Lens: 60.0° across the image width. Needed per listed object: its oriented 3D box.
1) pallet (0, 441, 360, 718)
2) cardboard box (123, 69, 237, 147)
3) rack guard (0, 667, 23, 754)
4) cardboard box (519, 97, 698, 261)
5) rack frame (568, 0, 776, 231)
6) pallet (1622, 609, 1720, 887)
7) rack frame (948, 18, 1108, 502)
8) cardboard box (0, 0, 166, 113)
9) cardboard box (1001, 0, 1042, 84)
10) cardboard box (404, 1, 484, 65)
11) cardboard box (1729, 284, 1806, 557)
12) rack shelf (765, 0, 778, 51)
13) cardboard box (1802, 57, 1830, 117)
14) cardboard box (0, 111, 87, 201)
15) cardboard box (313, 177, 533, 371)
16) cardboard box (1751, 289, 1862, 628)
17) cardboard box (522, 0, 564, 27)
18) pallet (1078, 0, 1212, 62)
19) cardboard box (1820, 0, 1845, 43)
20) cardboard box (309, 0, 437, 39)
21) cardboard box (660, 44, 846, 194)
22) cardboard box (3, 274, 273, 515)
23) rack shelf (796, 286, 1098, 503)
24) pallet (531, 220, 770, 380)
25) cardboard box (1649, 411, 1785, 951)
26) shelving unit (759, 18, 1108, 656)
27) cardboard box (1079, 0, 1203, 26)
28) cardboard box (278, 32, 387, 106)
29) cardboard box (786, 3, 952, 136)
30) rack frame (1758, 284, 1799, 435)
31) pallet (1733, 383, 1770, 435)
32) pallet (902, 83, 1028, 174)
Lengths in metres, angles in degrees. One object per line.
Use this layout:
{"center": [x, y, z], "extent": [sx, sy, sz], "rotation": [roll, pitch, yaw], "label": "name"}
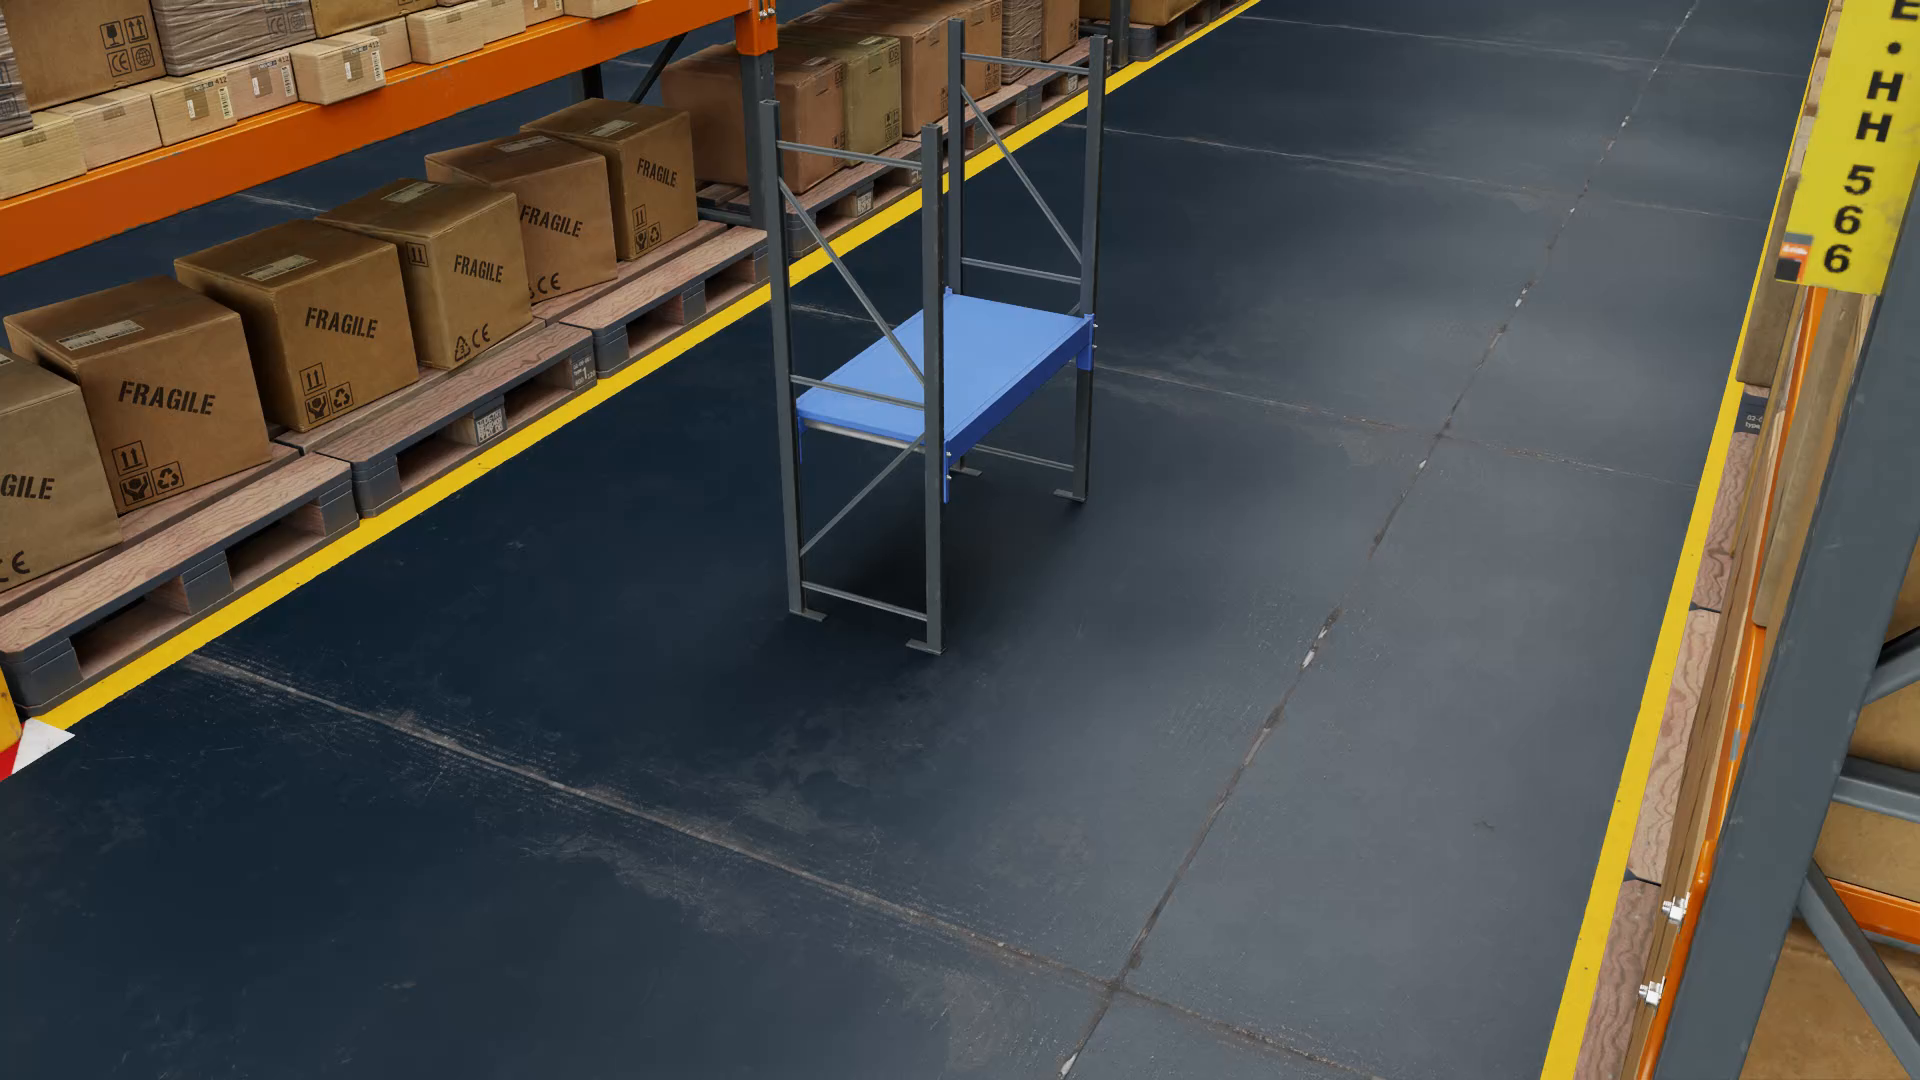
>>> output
{"center": [-2.629, 0.007, 5.027], "extent": [1.003, 0.211, 1.213], "rotation": [14, 33, 23], "label": "pallet"}
{"center": [-2.249, -1.219, 4.613], "extent": [0.380, 0.149, 0.250], "rotation": [14, 33, 23], "label": "cardboard box"}
{"center": [-3.031, 0.233, 4.341], "extent": [1.175, 0.500, 0.348], "rotation": [14, 33, 23], "label": "rack guard"}
{"center": [-1.461, -1.520, 6.973], "extent": [0.500, 0.500, 0.500], "rotation": [13, 32, 22], "label": "cardboard box"}
{"center": [-1.243, -2.590, 6.748], "extent": [1.000, 3.000, 0.127], "rotation": [14, 33, 23], "label": "rack frame"}
{"center": [2.156, 0.651, 3.904], "extent": [1.003, 0.211, 1.213], "rotation": [14, 33, 23], "label": "pallet"}
{"center": [0.193, -0.838, 5.203], "extent": [0.500, 1.500, 0.032], "rotation": [14, 33, 23], "label": "rack frame"}
{"center": [-2.669, -1.476, 4.408], "extent": [0.875, 0.500, 0.500], "rotation": [14, 33, 23], "label": "cardboard box"}
{"center": [0.050, -2.920, 9.391], "extent": [0.700, 0.500, 0.500], "rotation": [12, 32, 19], "label": "cardboard box"}
{"center": [-1.776, -1.657, 5.376], "extent": [0.380, 0.149, 0.250], "rotation": [14, 33, 23], "label": "cardboard box"}
{"center": [2.778, -0.418, 4.677], "extent": [0.875, 0.875, 0.875], "rotation": [15, 33, 24], "label": "cardboard box"}
{"center": [-0.332, -3.165, 8.471], "extent": [1.077, 0.370, 4.000], "rotation": [14, 33, 23], "label": "rack shelf"}
{"center": [3.772, -1.349, 6.424], "extent": [1.050, 0.750, 0.750], "rotation": [14, 33, 23], "label": "cardboard box"}
{"center": [-2.465, -0.994, 4.221], "extent": [0.380, 0.149, 0.250], "rotation": [14, 33, 23], "label": "cardboard box"}
{"center": [-1.928, -0.971, 6.018], "extent": [0.500, 0.500, 0.500], "rotation": [11, 32, 19], "label": "cardboard box"}
{"center": [1.664, -0.135, 2.323], "extent": [0.875, 0.550, 0.550], "rotation": [14, 33, 23], "label": "cardboard box"}
{"center": [-1.615, -1.896, 5.792], "extent": [0.380, 0.149, 0.250], "rotation": [14, 33, 23], "label": "cardboard box"}
{"center": [1.005, -3.486, 11.109], "extent": [1.003, 0.211, 1.213], "rotation": [14, 33, 23], "label": "pallet"}
{"center": [4.591, -2.150, 7.820], "extent": [1.050, 0.750, 0.750], "rotation": [14, 33, 23], "label": "cardboard box"}
{"center": [-2.165, -1.906, 5.159], "extent": [0.875, 0.500, 0.500], "rotation": [14, 33, 23], "label": "cardboard box"}
{"center": [-0.944, -1.964, 7.727], "extent": [0.700, 0.500, 0.500], "rotation": [12, 32, 20], "label": "cardboard box"}
{"center": [-2.524, -0.461, 5.129], "extent": [0.500, 0.500, 0.500], "rotation": [24, 38, 36], "label": "cardboard box"}
{"center": [-0.039, -0.457, 4.900], "extent": [0.538, 0.185, 1.000], "rotation": [14, 33, 23], "label": "rack shelf"}
{"center": [-1.518, -1.075, 6.910], "extent": [1.003, 0.211, 1.213], "rotation": [14, 33, 23], "label": "pallet"}
{"center": [1.953, 0.386, 3.277], "extent": [0.875, 0.875, 0.875], "rotation": [14, 33, 23], "label": "cardboard box"}
{"center": [-0.039, -0.613, 4.811], "extent": [0.538, 1.500, 1.048], "rotation": [14, 33, 23], "label": "shelving unit"}
{"center": [0.912, -3.925, 10.785], "extent": [1.225, 0.875, 0.875], "rotation": [13, 32, 21], "label": "cardboard box"}
{"center": [-1.953, -1.423, 4.968], "extent": [0.380, 0.149, 0.250], "rotation": [14, 33, 23], "label": "cardboard box"}
{"center": [-0.456, -2.419, 8.519], "extent": [0.700, 0.500, 0.500], "rotation": [11, 32, 19], "label": "cardboard box"}
{"center": [3.126, -1.420, 4.711], "extent": [1.000, 3.000, 0.127], "rotation": [14, 33, 23], "label": "rack frame"}
{"center": [3.411, -0.570, 6.031], "extent": [1.003, 0.211, 1.213], "rotation": [14, 33, 23], "label": "pallet"}
{"center": [-0.335, -2.269, 8.989], "extent": [1.003, 0.211, 1.213], "rotation": [14, 33, 23], "label": "pallet"}
